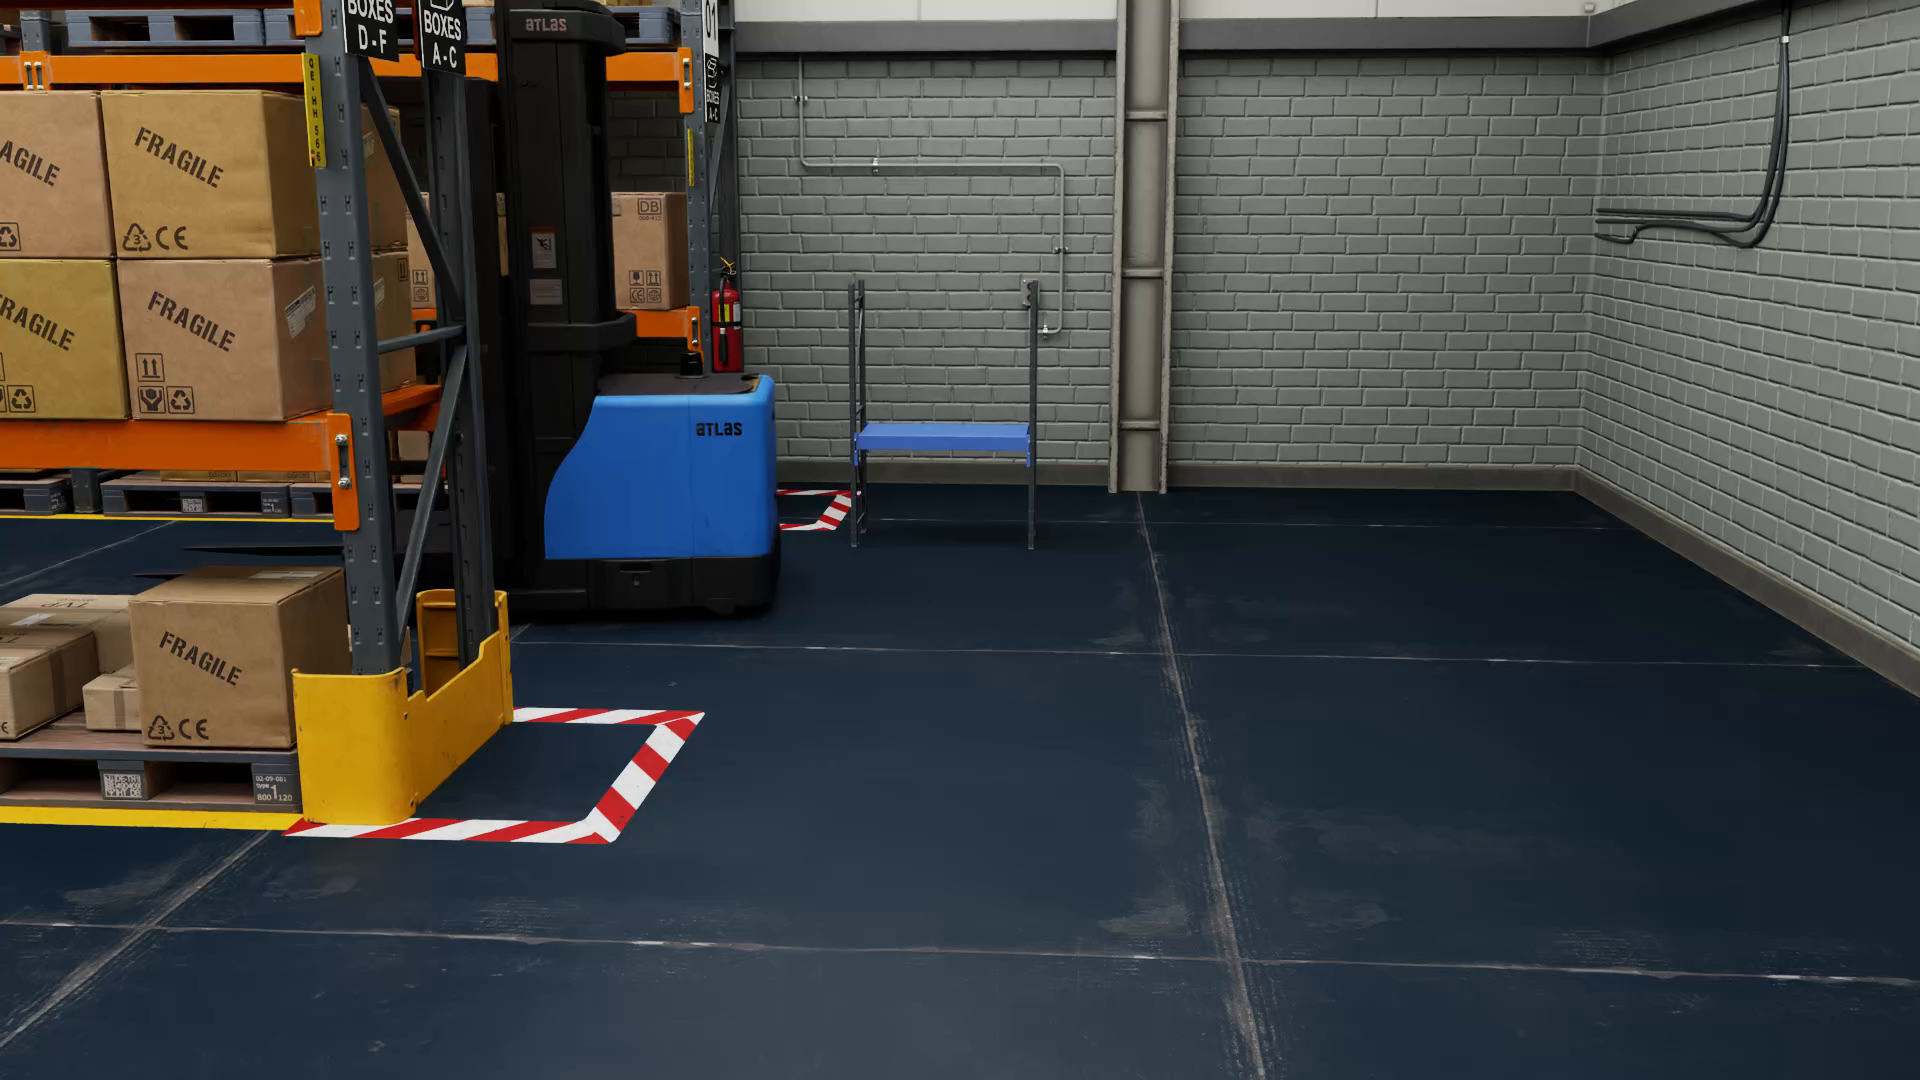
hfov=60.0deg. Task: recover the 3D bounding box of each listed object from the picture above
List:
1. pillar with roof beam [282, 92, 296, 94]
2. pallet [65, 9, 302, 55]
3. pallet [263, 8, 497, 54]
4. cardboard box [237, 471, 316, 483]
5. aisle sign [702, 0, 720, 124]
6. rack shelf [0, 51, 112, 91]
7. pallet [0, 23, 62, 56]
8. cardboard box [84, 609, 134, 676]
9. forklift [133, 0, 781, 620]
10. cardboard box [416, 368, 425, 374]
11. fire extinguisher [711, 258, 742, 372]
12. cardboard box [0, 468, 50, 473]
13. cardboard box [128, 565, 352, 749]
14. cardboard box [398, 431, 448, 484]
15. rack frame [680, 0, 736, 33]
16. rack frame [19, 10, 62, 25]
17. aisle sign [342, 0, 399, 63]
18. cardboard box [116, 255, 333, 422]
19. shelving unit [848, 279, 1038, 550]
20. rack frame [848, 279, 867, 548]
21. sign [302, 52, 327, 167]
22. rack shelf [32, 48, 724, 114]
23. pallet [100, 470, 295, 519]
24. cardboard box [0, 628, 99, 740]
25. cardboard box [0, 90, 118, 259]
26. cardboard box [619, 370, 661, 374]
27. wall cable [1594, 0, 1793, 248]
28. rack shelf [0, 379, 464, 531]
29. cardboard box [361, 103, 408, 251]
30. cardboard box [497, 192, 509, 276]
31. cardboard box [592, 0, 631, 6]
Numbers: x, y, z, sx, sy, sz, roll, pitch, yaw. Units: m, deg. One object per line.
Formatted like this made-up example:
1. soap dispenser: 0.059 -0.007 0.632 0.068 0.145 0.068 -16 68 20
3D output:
1. pillar with roof beam: -5.055 -3.957 6.708 0.400 9.000 9.100 1 12 4
2. pallet: -4.708 -3.145 10.366 1.213 0.211 1.003 1 12 4
3. pallet: -3.494 -3.128 10.284 1.213 0.211 1.003 1 12 4
4. cardboard box: -4.283 -0.677 10.756 0.500 0.500 0.700 1 12 3
5. aisle sign: -1.481 -2.889 9.903 0.004 0.787 0.394 1 12 4
6. rack shelf: -7.519 -2.877 10.625 4.000 0.370 1.077 1 12 4
7. pallet: -6.442 -3.110 10.452 1.217 0.209 0.805 0 12 1
8. cardboard box: -2.882 0.392 6.210 0.500 0.250 0.500 1 12 4
9. forklift: -2.437 -1.139 8.054 3.031 2.935 1.130 -1 12 -4
10. cardboard box: -3.617 -1.027 10.846 0.250 0.149 0.380 1 12 3
11. fire extinguisher: -1.413 -1.362 10.052 0.183 0.674 0.296 1 12 4
12. cardboard box: -6.181 -0.869 10.821 0.750 0.750 0.750 1 12 4
13. cardboard box: -2.419 0.385 5.634 0.500 0.500 0.500 1 12 4
14. cardboard box: -3.239 -0.663 10.692 0.500 0.500 0.700 0 12 2
15. rack frame: -1.533 -4.615 9.852 0.127 3.000 1.000 1 12 4
16. rack frame: -5.524 -4.670 10.114 0.127 3.000 1.000 1 12 4
17. aisle sign: -1.812 -1.875 5.058 0.004 0.787 0.394 1 12 4
18. cardboard box: -2.325 -0.666 5.381 0.500 0.500 0.500 1 12 5
19. shelving unit: -0.085 -0.735 9.620 1.048 1.500 0.538 1 12 4
20. rack frame: -0.592 -0.742 9.653 0.032 1.500 0.500 1 12 4
21. sign: -1.917 -1.275 4.937 0.005 0.325 0.100 1 12 4
22. rack shelf: -3.528 -2.822 10.364 4.000 0.370 1.077 1 12 4
23. pallet: -4.770 -0.342 10.887 1.213 0.211 1.003 1 12 4
24. cardboard box: -3.365 0.488 5.751 0.500 0.250 0.500 1 12 4
25. cardboard box: -2.826 -1.162 5.308 0.500 0.500 0.500 1 12 5
26. cardboard box: -2.100 -1.006 10.748 0.250 0.149 0.380 1 12 4
27. wall cable: 4.087 -2.945 9.451 0.112 2.526 3.097 1 12 4
28. rack shelf: -3.855 -0.342 5.833 4.000 0.370 1.077 1 12 4
29. cardboard box: -2.285 -1.265 5.802 0.500 0.500 0.500 1 12 5
30. cardboard box: -2.769 -1.838 10.496 0.700 0.700 0.980 1 12 3
31. cardboard box: -2.281 -3.284 9.910 0.500 0.250 0.500 1 12 5
